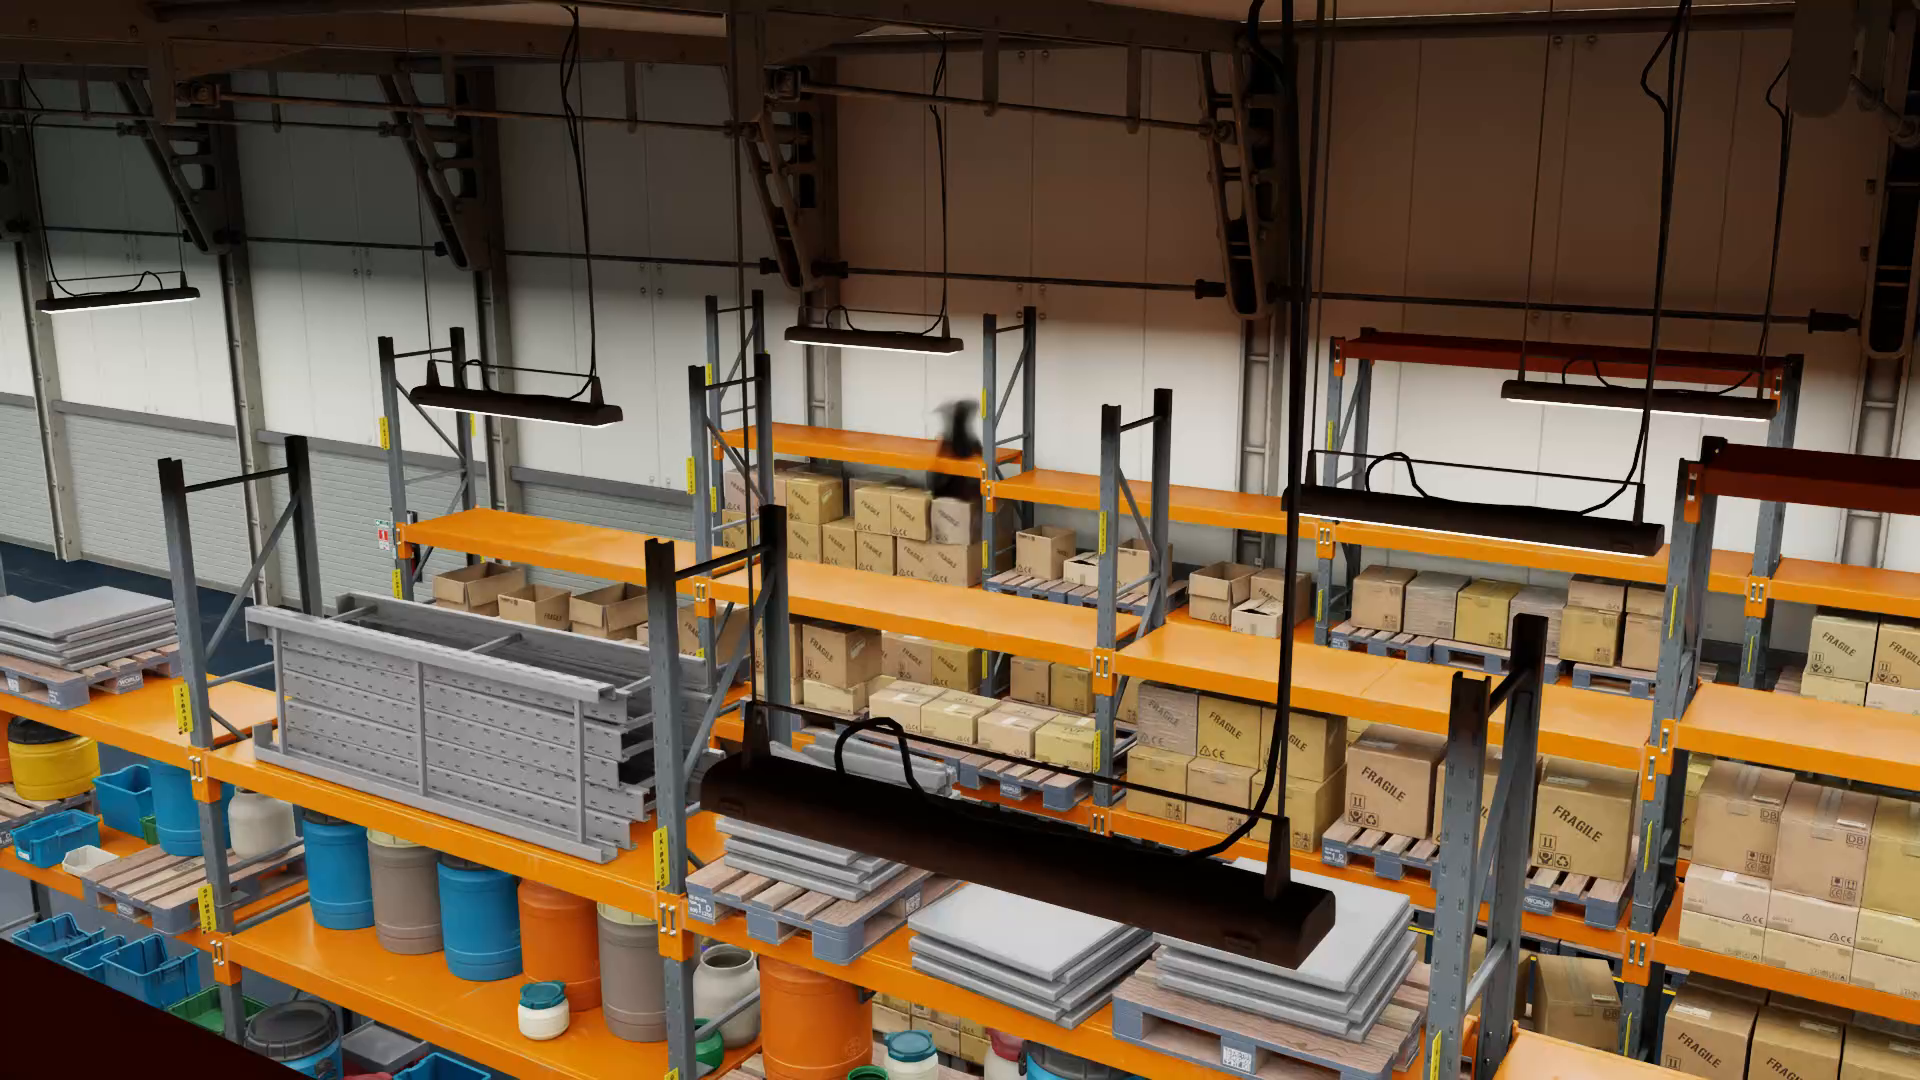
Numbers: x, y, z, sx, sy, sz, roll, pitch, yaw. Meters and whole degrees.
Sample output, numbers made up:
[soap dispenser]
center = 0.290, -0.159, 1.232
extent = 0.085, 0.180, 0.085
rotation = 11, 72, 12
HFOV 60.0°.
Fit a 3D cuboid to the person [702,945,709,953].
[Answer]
[person]
center = -2.281, 3.962, 13.825
extent = 0.729, 1.689, 0.557
rotation = 7, 16, 28
